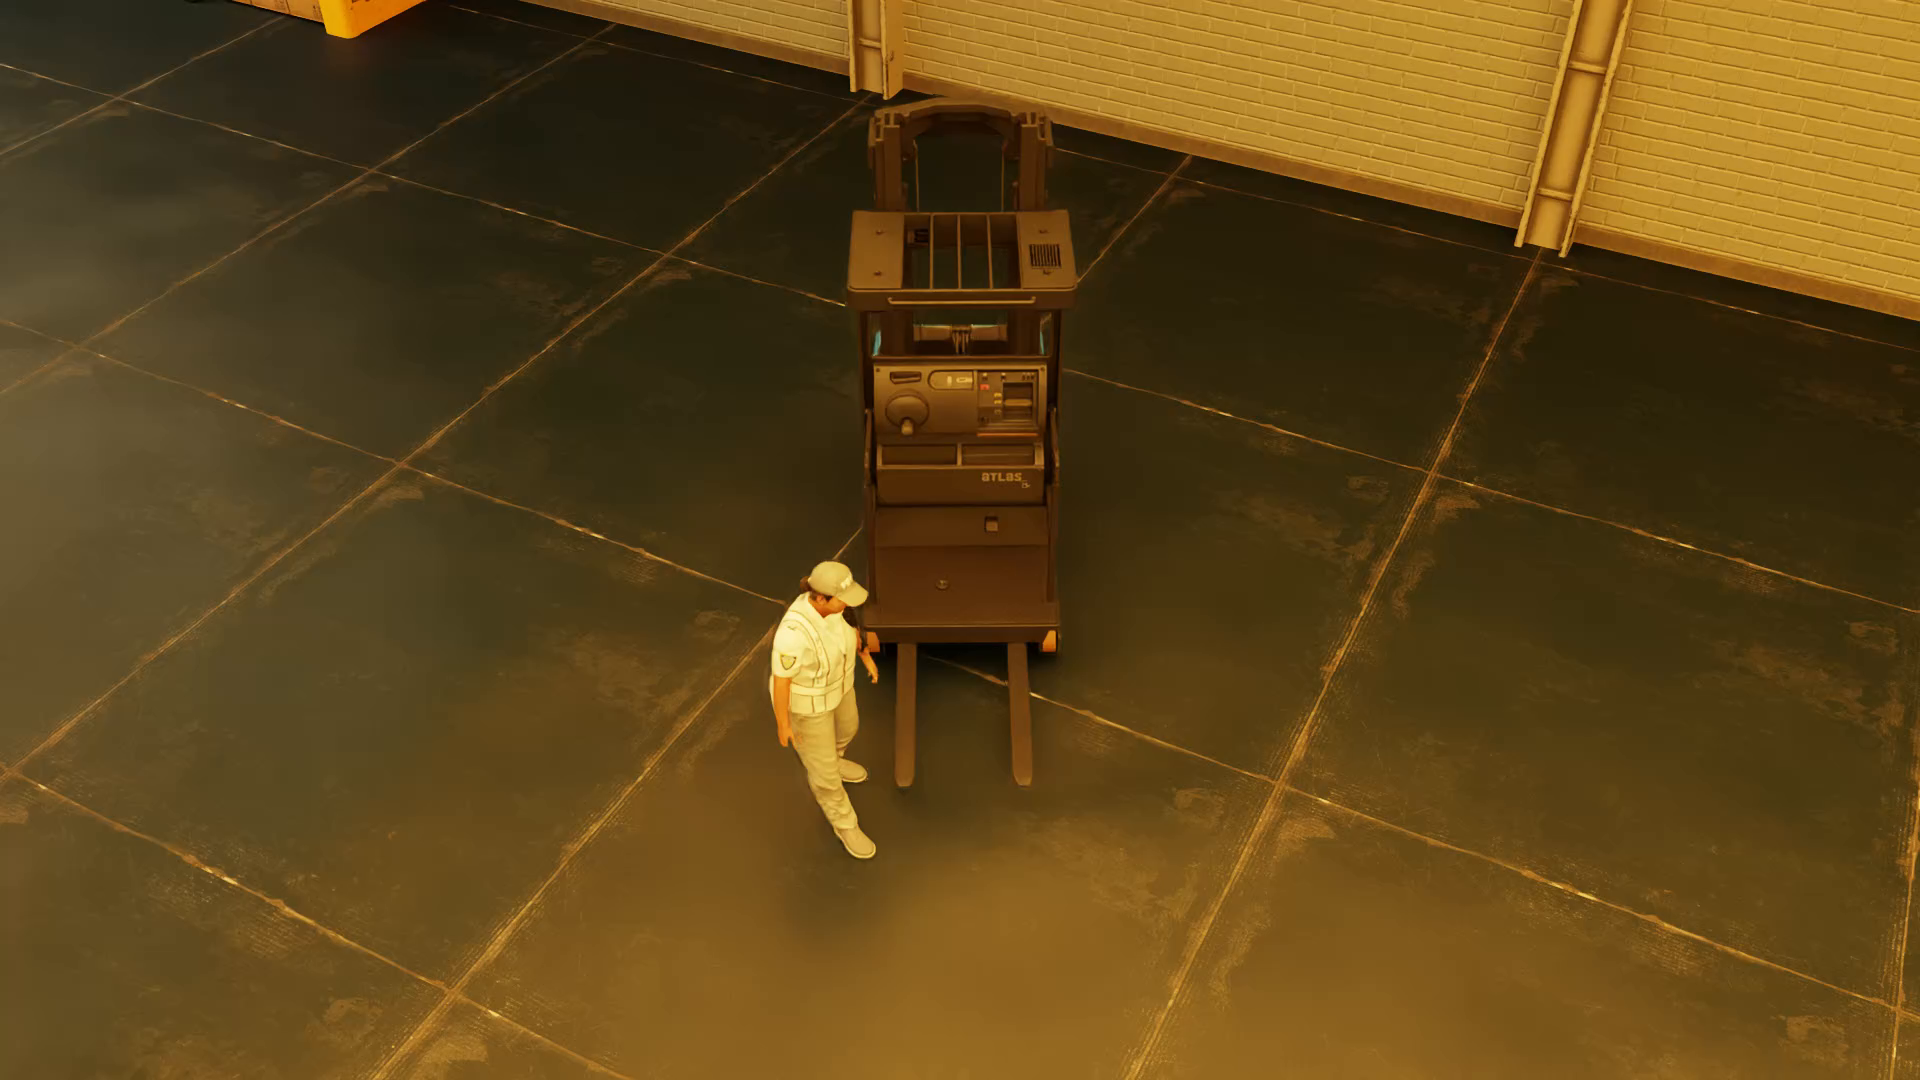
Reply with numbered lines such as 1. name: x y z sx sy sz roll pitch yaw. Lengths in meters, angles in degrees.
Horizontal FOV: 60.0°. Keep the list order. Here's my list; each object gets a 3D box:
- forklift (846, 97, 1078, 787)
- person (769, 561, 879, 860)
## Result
1. forklift: 0.006 -0.680 8.793 1.130 2.935 3.031 0 40 0
2. person: -0.606 0.766 8.088 0.613 1.643 0.635 18 43 20
